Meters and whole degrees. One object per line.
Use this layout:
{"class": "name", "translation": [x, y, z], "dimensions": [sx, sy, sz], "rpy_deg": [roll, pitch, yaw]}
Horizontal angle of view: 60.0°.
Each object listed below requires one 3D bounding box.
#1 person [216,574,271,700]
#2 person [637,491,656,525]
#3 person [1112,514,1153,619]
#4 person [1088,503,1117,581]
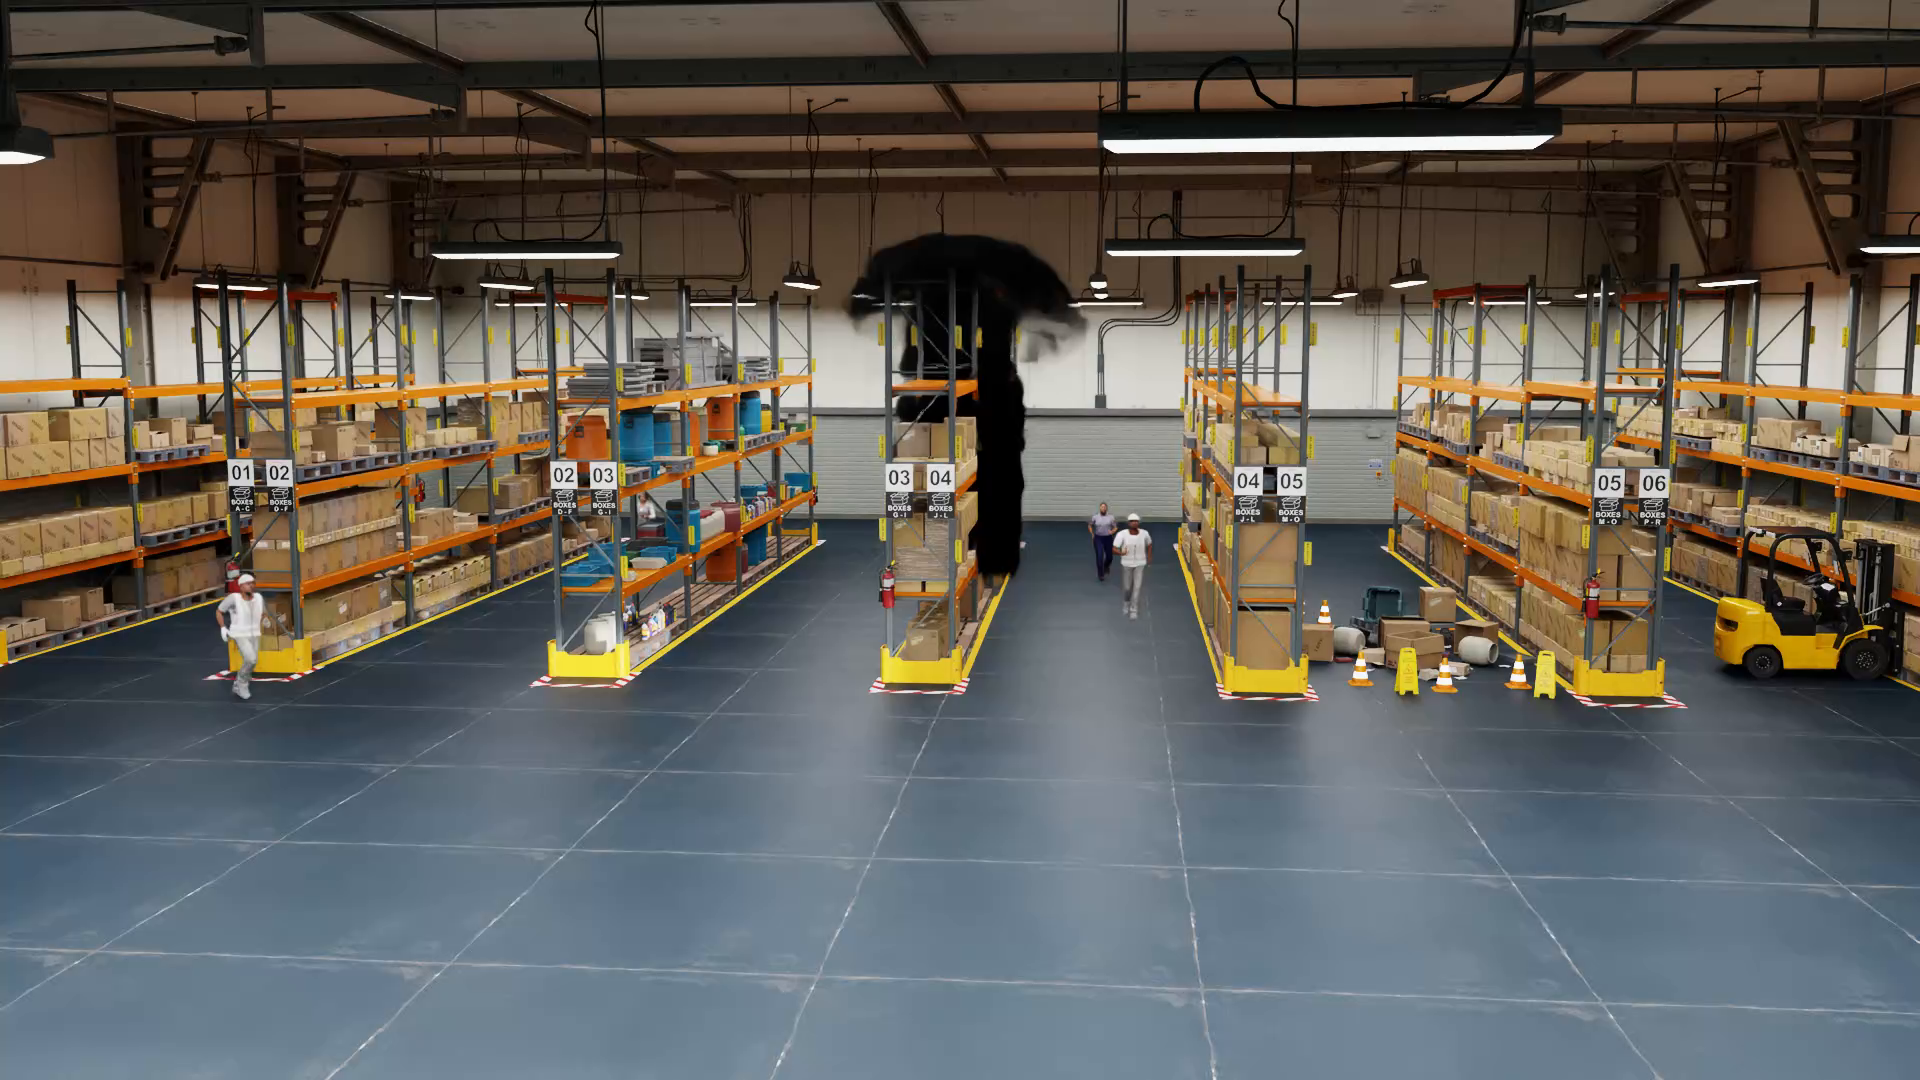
{"class": "person", "translation": [-9.895, 1.336, 23.096], "dimensions": [0.778, 1.743, 0.602], "rpy_deg": [4, 8, 30]}
{"class": "person", "translation": [-6.497, -0.184, 34.134], "dimensions": [0.519, 1.623, 0.770], "rpy_deg": [0, 7, -4]}
{"class": "person", "translation": [2.925, 0.432, 28.137], "dimensions": [0.709, 1.767, 0.735], "rpy_deg": [0, 7, -1]}
{"class": "person", "translation": [2.958, 0.023, 34.488], "dimensions": [0.615, 1.602, 0.707], "rpy_deg": [0, 7, 0]}
